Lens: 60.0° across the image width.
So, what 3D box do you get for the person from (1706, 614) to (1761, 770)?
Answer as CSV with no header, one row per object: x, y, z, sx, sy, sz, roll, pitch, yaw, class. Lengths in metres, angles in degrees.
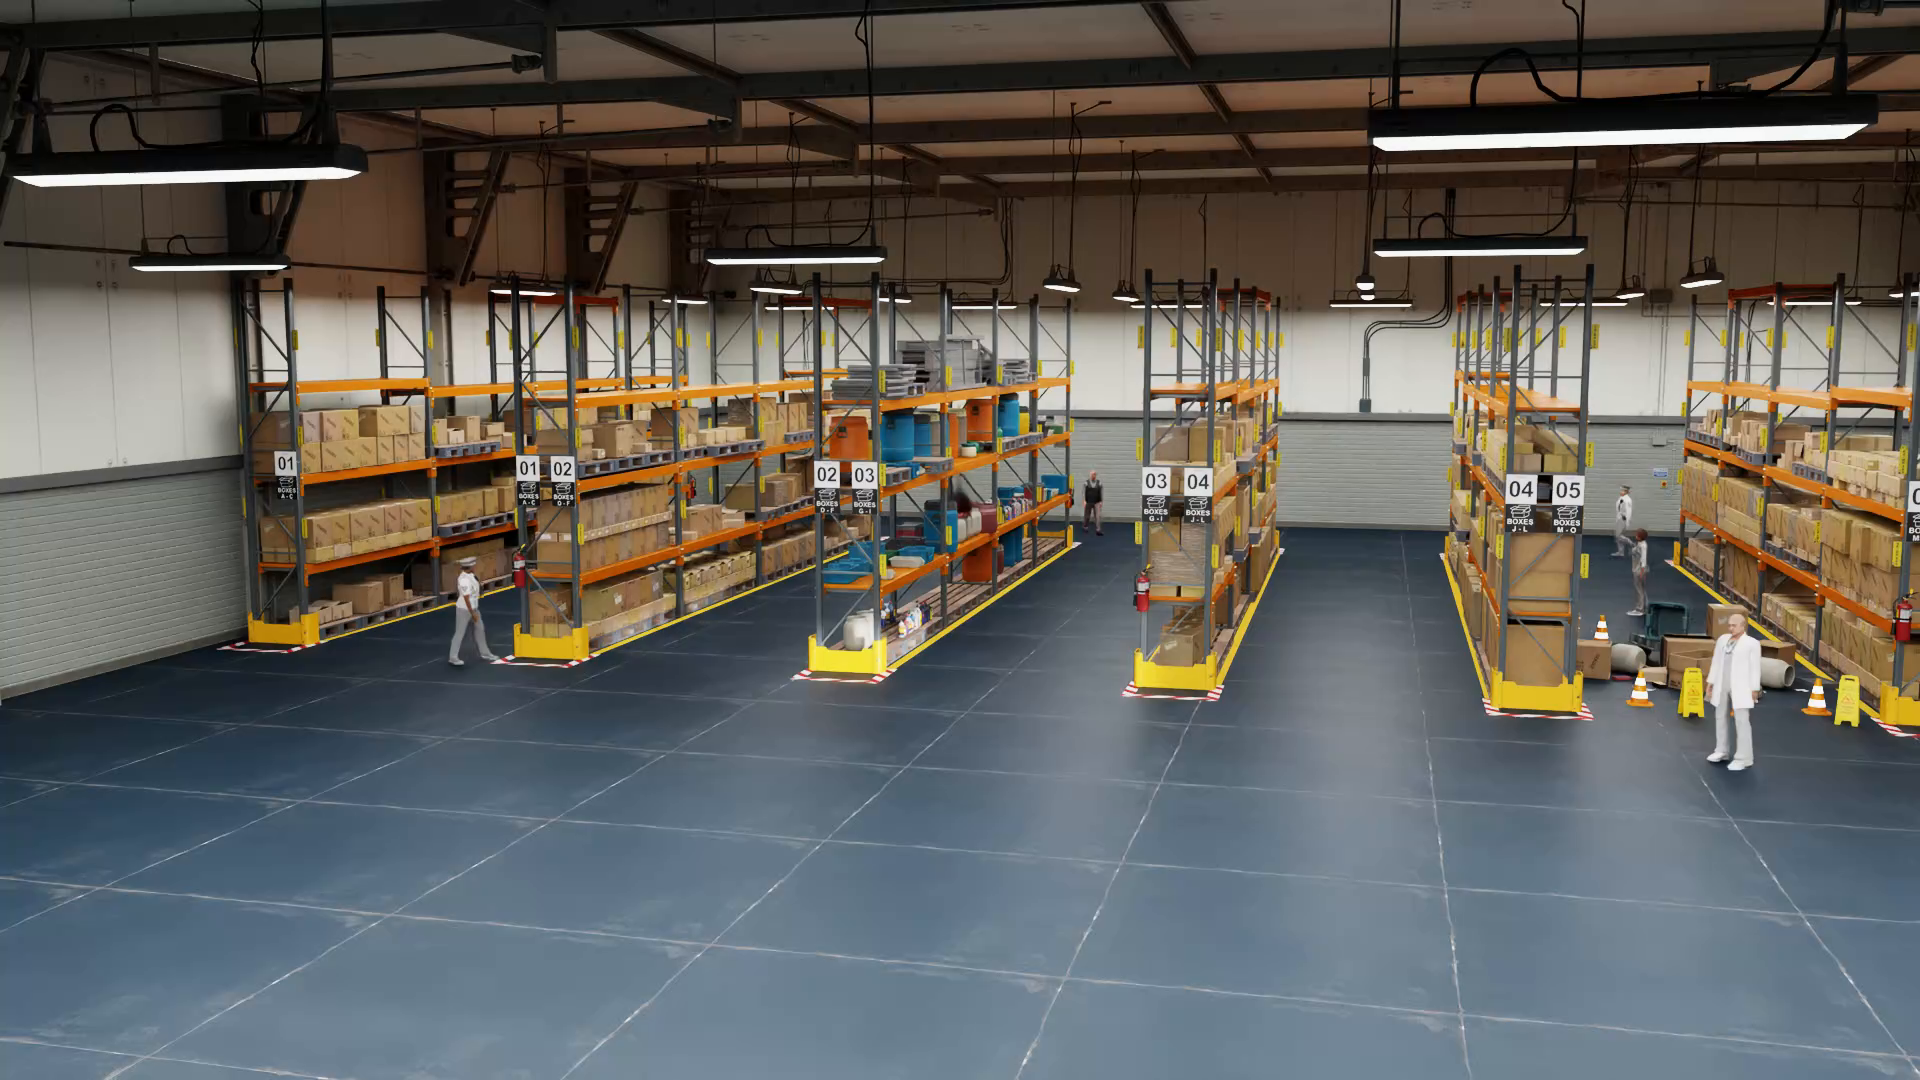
9.111,1.781,19.697,0.467,1.812,0.618,-4,8,-32,person

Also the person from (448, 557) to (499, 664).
-7.611,1.086,25.891,0.596,1.670,0.687,1,7,8,person

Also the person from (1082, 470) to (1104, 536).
3.413,-0.950,42.612,0.573,1.674,1.065,-1,7,-10,person

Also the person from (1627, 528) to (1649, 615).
12.420,0.578,30.333,0.370,1.593,0.450,6,9,39,person

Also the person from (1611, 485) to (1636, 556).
15.376,-0.452,38.493,0.476,1.665,0.476,1,7,11,person
